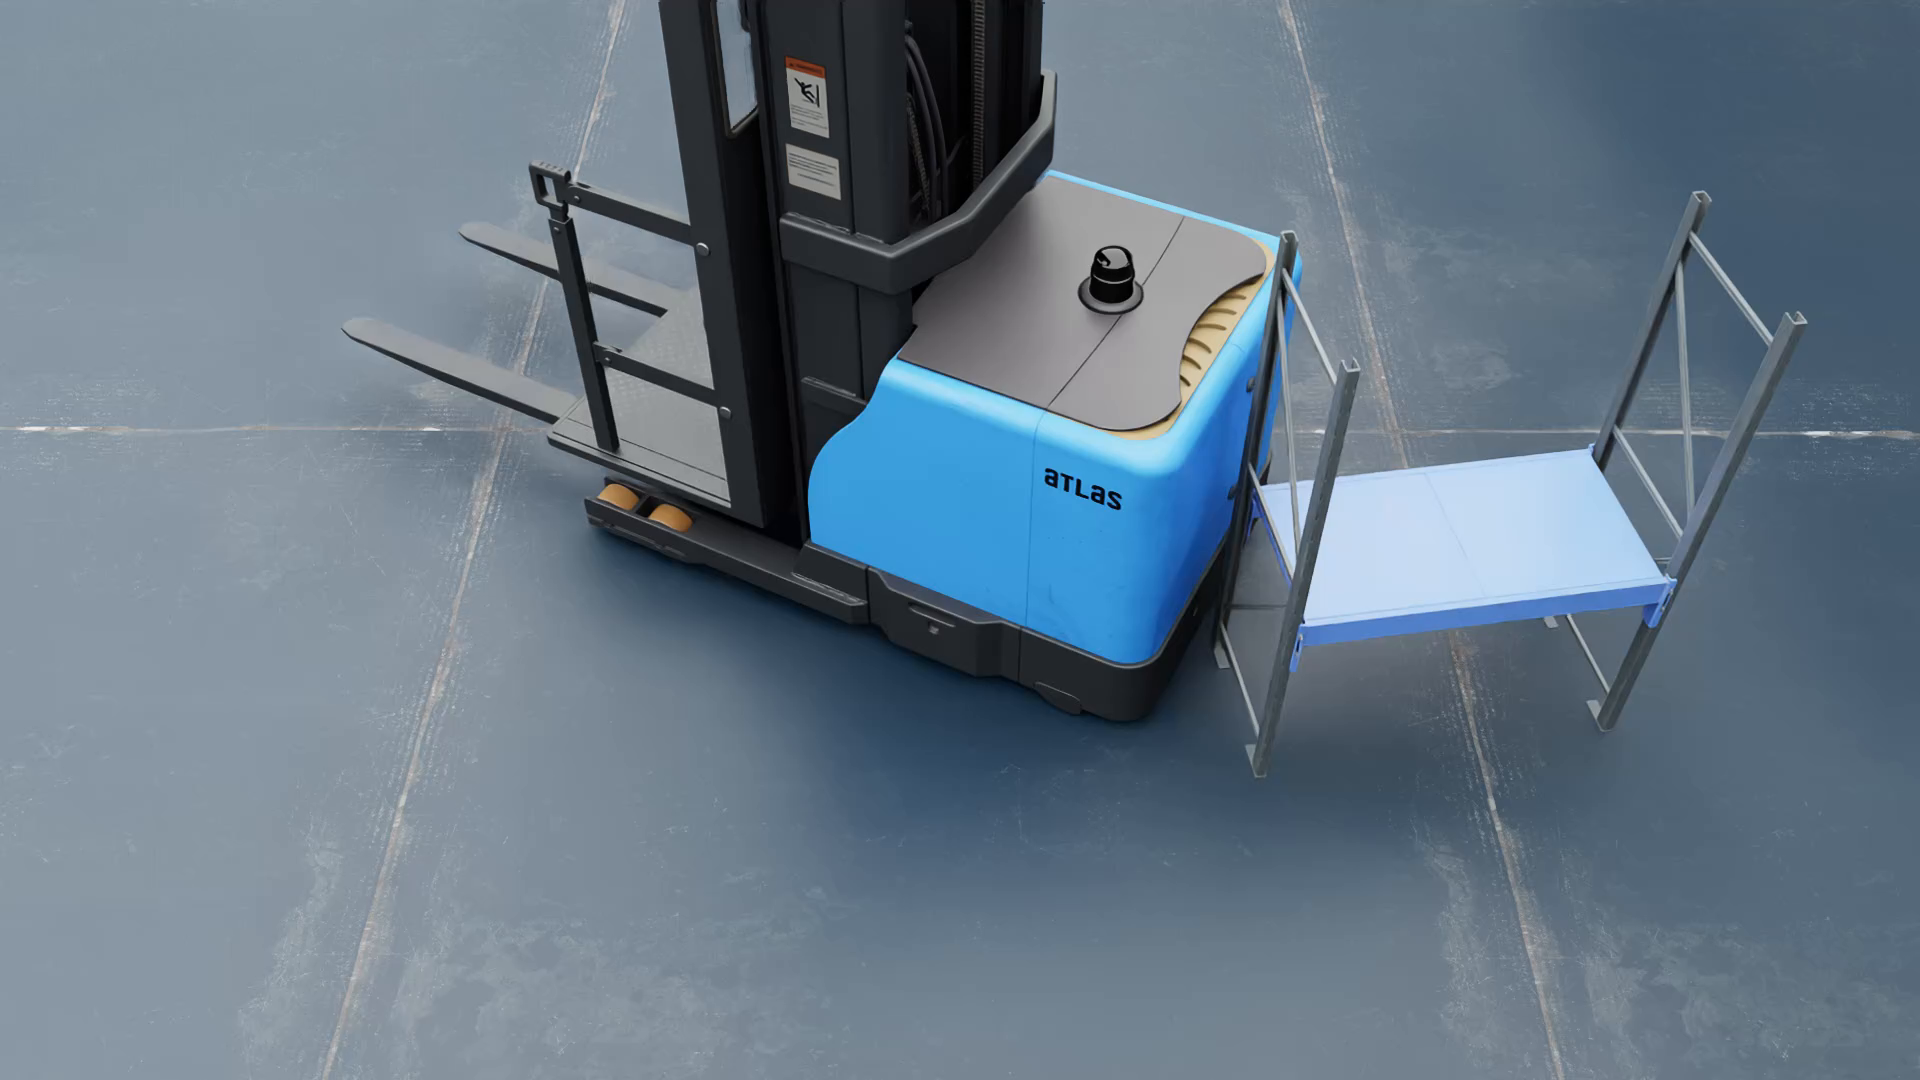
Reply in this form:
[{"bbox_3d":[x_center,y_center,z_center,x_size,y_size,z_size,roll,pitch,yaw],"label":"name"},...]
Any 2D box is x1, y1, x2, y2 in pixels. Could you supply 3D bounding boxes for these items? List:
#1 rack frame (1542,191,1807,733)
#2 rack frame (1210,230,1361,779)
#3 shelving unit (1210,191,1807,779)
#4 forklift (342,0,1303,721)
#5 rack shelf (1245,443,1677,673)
[{"bbox_3d":[1.804,-0.143,4.358,0.032,1.500,0.500,-6,47,-6],"label":"rack frame"},{"bbox_3d":[0.800,-0.029,4.252,0.032,1.500,0.500,-6,47,-6],"label":"rack frame"},{"bbox_3d":[1.302,-0.086,4.305,1.048,1.500,0.538,-6,47,-6],"label":"shelving unit"},{"bbox_3d":[-0.595,-1.266,4.426,3.031,2.935,1.130,21,50,18],"label":"forklift"},{"bbox_3d":[1.302,0.037,4.437,1.000,0.185,0.538,-6,47,-6],"label":"rack shelf"}]
